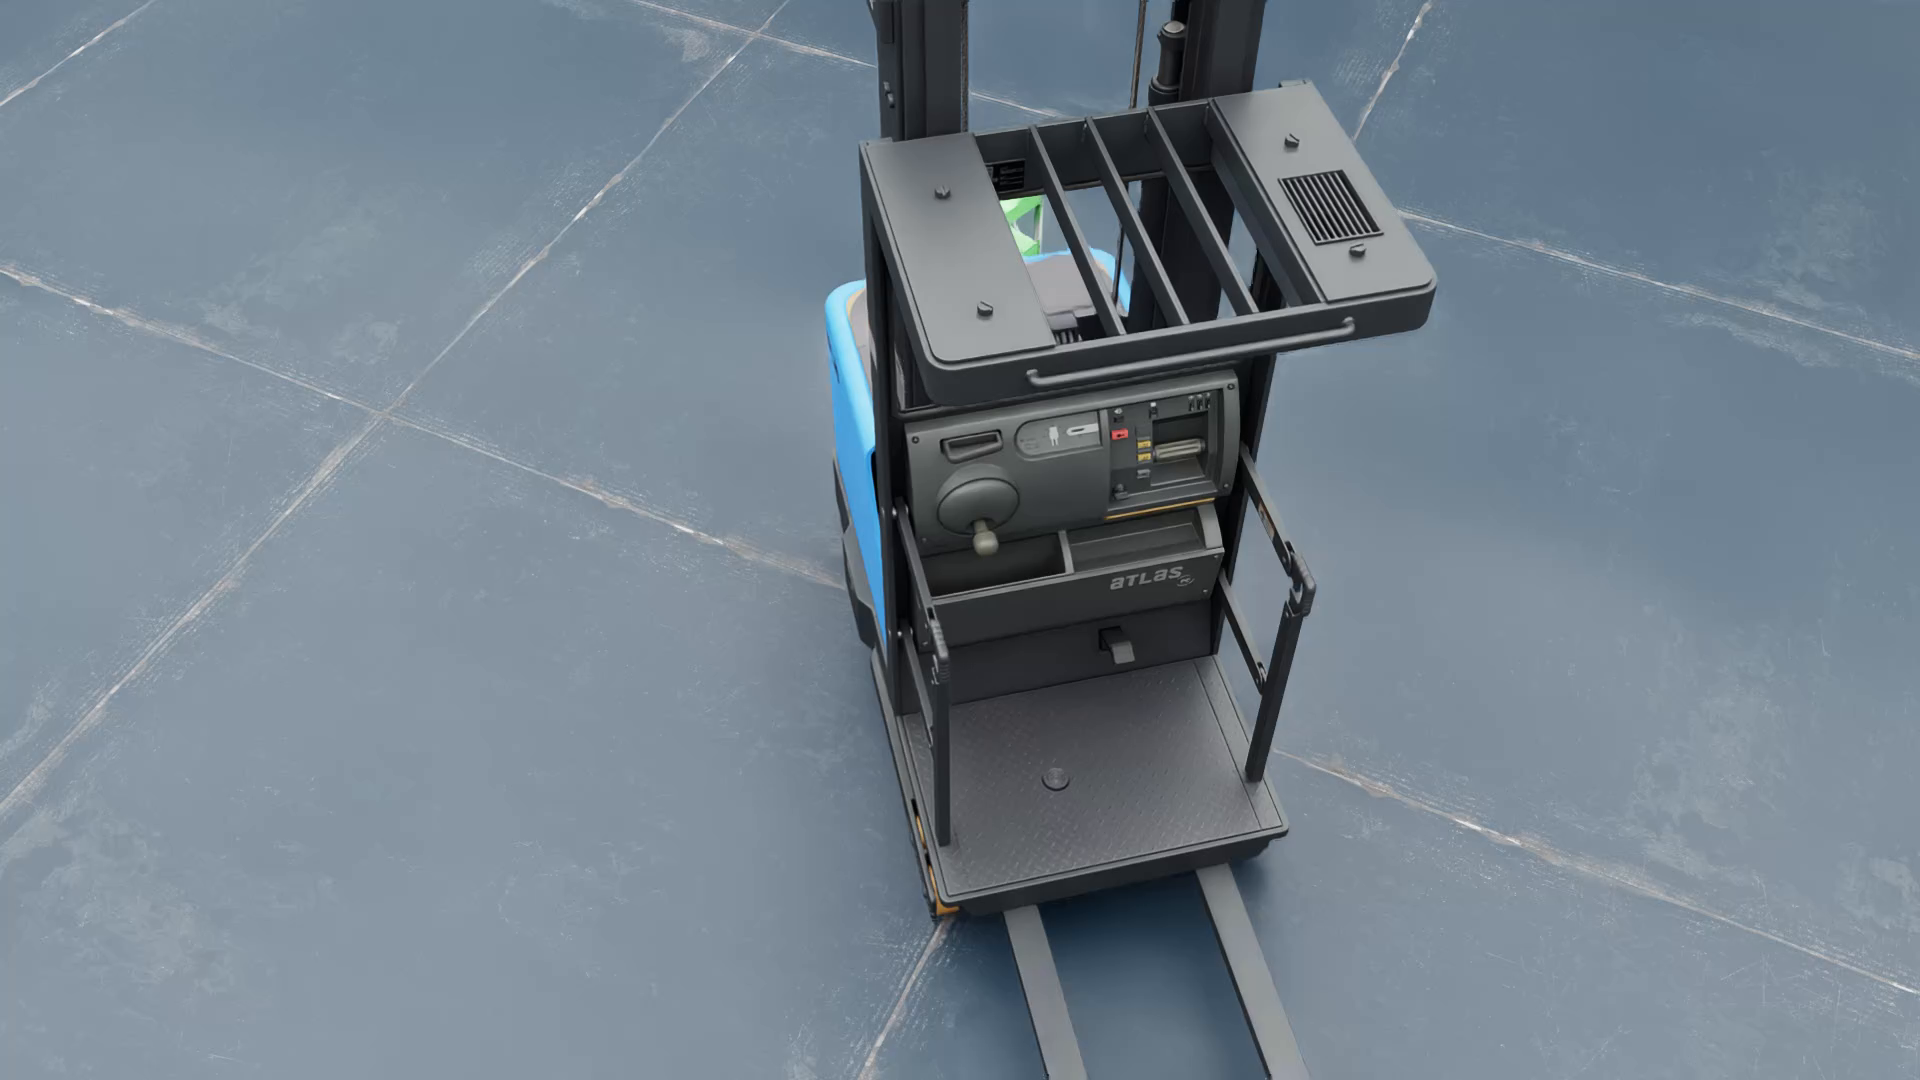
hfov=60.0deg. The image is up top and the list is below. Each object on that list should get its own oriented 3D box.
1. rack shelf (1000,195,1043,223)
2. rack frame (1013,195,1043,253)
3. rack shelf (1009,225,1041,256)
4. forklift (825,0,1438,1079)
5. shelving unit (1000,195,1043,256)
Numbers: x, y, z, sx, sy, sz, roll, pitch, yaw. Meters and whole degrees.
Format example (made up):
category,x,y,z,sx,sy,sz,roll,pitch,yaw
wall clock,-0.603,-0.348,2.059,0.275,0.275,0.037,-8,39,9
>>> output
category,x,y,z,sx,sy,sz,roll,pitch,yaw
rack shelf,0.040,-1.140,5.886,0.258,0.148,0.480,35,58,26
rack frame,0.205,-1.008,6.320,0.240,1.200,0.015,35,58,26
rack shelf,0.040,-0.985,6.069,0.258,0.148,0.480,35,58,26
forklift,0.367,-0.100,4.411,1.130,2.935,3.031,-10,50,-9
shelving unit,0.040,-0.870,6.203,0.258,1.200,0.503,35,58,26
